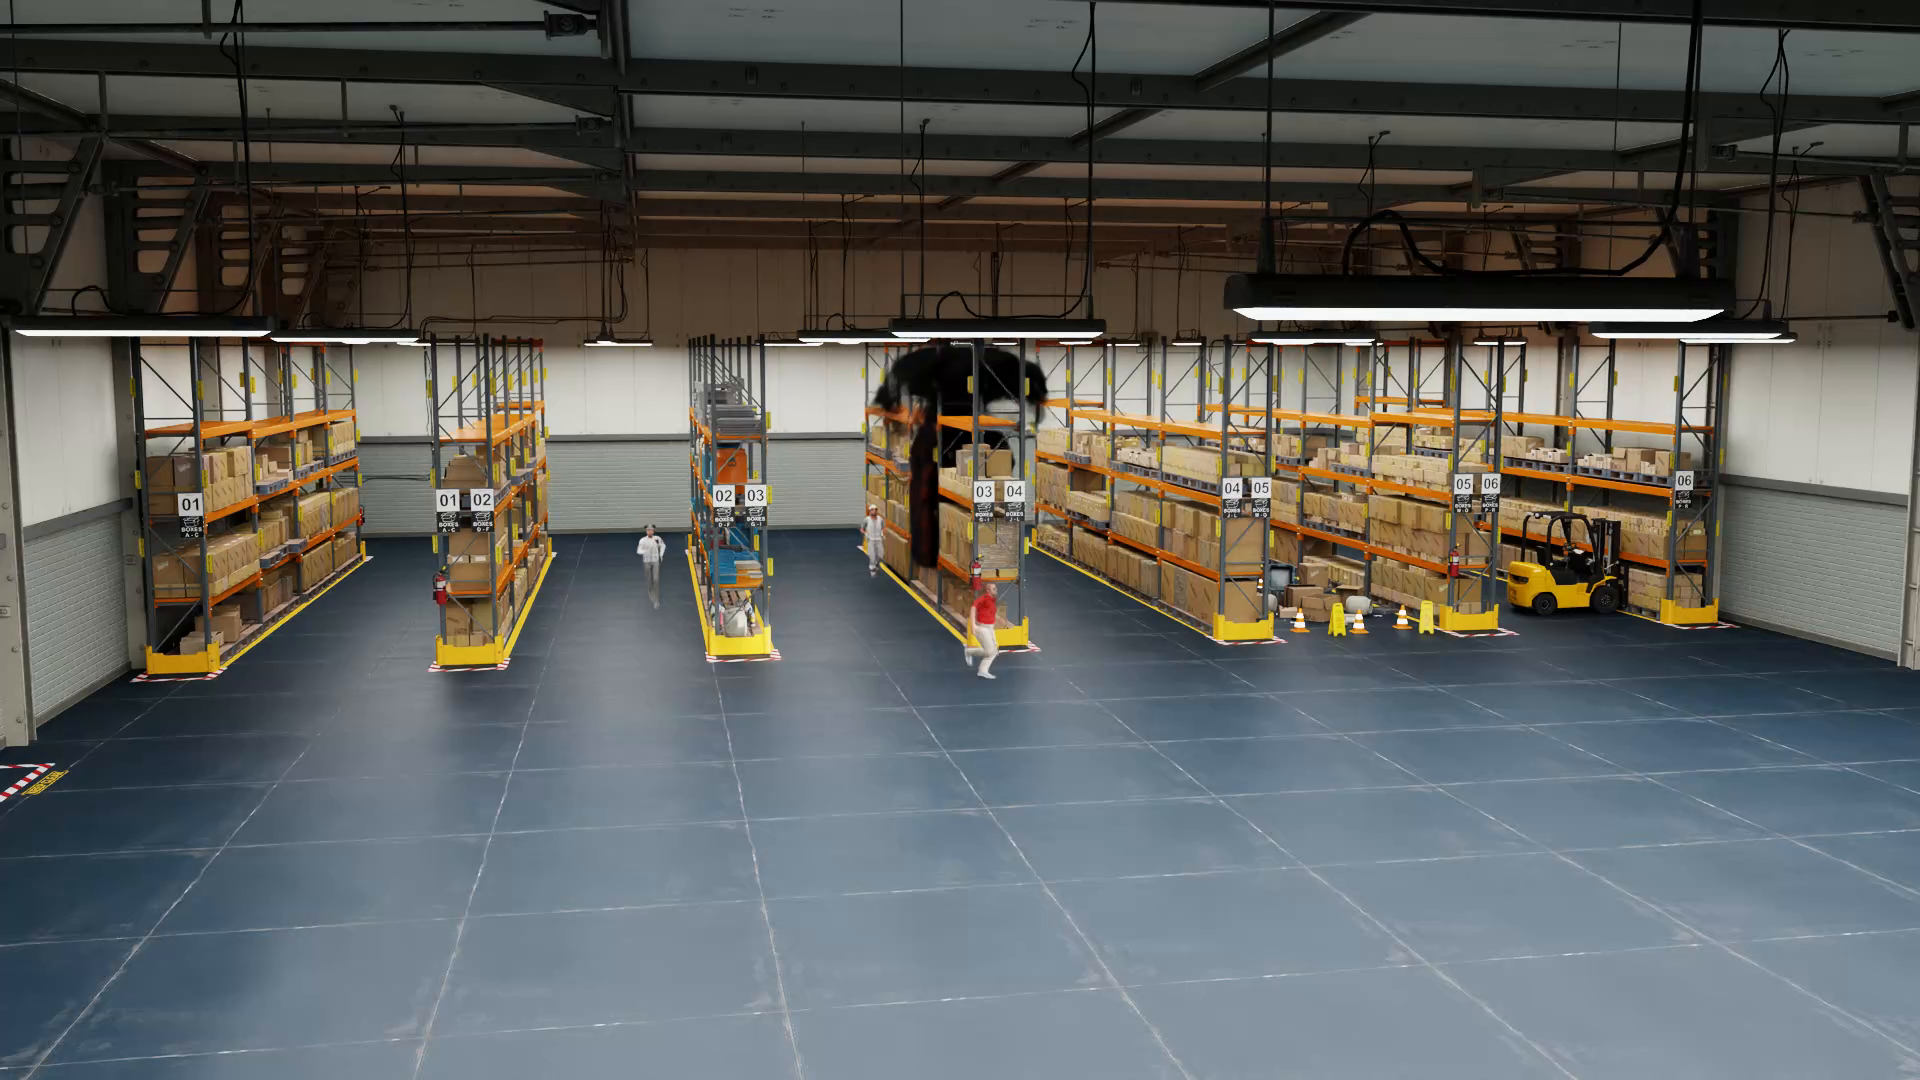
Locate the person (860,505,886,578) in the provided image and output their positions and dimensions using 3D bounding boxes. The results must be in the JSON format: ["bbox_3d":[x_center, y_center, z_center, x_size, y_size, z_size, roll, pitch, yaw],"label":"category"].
[{"bbox_3d":[-2.036,0.037,39.529,0.651,1.751,0.567,-2,7,-15],"label":"person"}]

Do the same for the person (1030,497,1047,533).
[{"bbox_3d":[2.455,-0.852,49.919,0.633,1.739,0.663,-6,9,-41],"label":"person"}]

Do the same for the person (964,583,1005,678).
[{"bbox_3d":[0.434,1.585,29.083,0.705,1.686,0.702,3,7,24],"label":"person"}]

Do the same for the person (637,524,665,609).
[{"bbox_3d":[-6.599,0.542,35.584,0.594,1.803,0.723,-1,7,-10],"label":"person"}]
